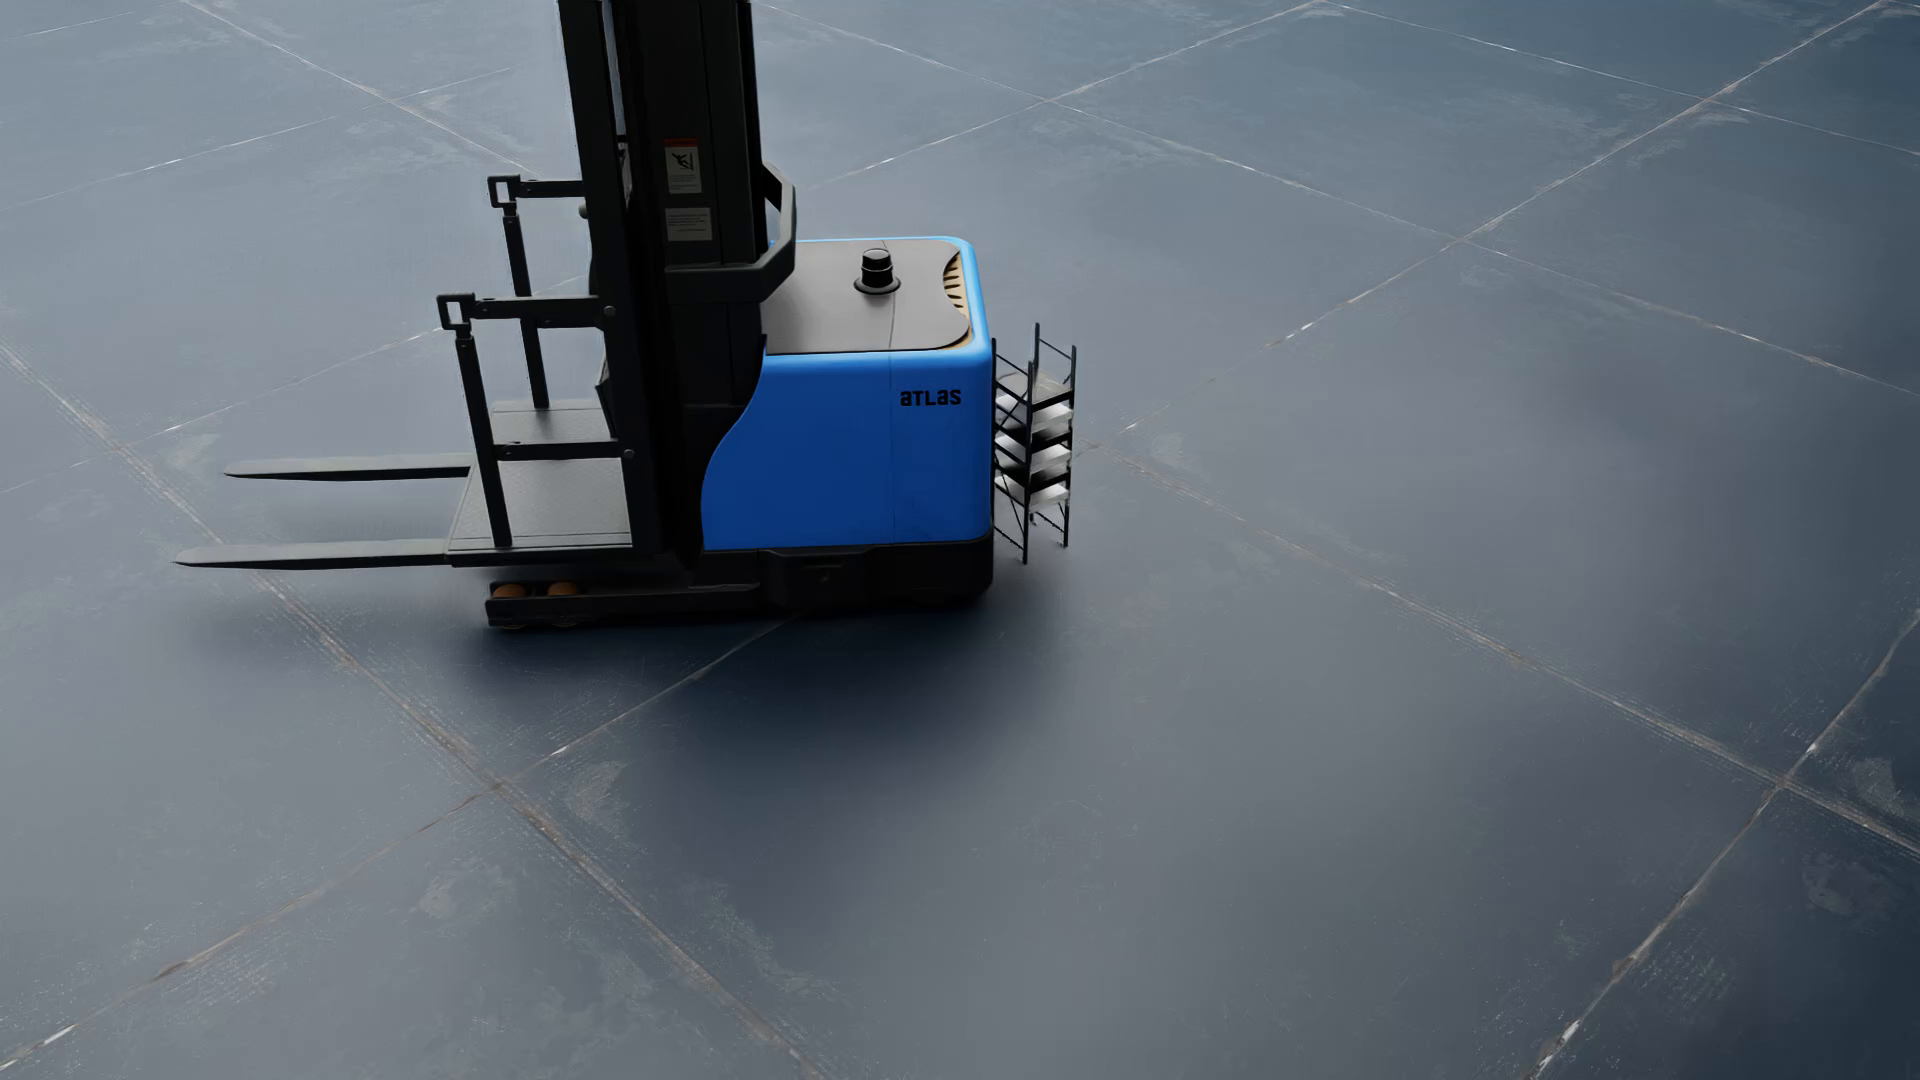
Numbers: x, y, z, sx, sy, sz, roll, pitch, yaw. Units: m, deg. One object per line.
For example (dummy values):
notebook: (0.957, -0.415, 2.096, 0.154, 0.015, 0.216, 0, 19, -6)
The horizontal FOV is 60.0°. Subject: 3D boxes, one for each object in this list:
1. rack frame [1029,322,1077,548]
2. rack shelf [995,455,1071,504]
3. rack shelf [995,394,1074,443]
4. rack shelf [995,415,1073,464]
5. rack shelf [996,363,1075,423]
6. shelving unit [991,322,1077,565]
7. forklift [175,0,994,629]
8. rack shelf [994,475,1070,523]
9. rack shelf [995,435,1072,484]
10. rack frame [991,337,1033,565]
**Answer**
rack frame: (0.355, -0.395, 6.429, 0.006, 0.900, 0.240, -22, 41, -29)
rack shelf: (0.273, -0.260, 6.451, 0.200, 0.077, 0.258, -22, 41, -29)
rack shelf: (0.273, -0.481, 6.297, 0.200, 0.077, 0.258, -22, 41, -29)
rack shelf: (0.273, -0.407, 6.348, 0.200, 0.077, 0.258, -22, 41, -29)
rack shelf: (0.273, -0.555, 6.245, 0.200, 0.077, 0.258, -22, 41, -29)
shelving unit: (0.273, -0.361, 6.381, 0.210, 0.900, 0.258, -22, 41, -29)
forklift: (-1.414, -1.184, 5.786, 3.031, 2.935, 1.130, -2, 35, -3)
rack shelf: (0.273, -0.186, 6.503, 0.200, 0.077, 0.258, -22, 41, -29)
rack shelf: (0.273, -0.333, 6.400, 0.200, 0.077, 0.258, -22, 41, -29)
rack frame: (0.190, -0.327, 6.332, 0.006, 0.900, 0.240, -22, 41, -29)
